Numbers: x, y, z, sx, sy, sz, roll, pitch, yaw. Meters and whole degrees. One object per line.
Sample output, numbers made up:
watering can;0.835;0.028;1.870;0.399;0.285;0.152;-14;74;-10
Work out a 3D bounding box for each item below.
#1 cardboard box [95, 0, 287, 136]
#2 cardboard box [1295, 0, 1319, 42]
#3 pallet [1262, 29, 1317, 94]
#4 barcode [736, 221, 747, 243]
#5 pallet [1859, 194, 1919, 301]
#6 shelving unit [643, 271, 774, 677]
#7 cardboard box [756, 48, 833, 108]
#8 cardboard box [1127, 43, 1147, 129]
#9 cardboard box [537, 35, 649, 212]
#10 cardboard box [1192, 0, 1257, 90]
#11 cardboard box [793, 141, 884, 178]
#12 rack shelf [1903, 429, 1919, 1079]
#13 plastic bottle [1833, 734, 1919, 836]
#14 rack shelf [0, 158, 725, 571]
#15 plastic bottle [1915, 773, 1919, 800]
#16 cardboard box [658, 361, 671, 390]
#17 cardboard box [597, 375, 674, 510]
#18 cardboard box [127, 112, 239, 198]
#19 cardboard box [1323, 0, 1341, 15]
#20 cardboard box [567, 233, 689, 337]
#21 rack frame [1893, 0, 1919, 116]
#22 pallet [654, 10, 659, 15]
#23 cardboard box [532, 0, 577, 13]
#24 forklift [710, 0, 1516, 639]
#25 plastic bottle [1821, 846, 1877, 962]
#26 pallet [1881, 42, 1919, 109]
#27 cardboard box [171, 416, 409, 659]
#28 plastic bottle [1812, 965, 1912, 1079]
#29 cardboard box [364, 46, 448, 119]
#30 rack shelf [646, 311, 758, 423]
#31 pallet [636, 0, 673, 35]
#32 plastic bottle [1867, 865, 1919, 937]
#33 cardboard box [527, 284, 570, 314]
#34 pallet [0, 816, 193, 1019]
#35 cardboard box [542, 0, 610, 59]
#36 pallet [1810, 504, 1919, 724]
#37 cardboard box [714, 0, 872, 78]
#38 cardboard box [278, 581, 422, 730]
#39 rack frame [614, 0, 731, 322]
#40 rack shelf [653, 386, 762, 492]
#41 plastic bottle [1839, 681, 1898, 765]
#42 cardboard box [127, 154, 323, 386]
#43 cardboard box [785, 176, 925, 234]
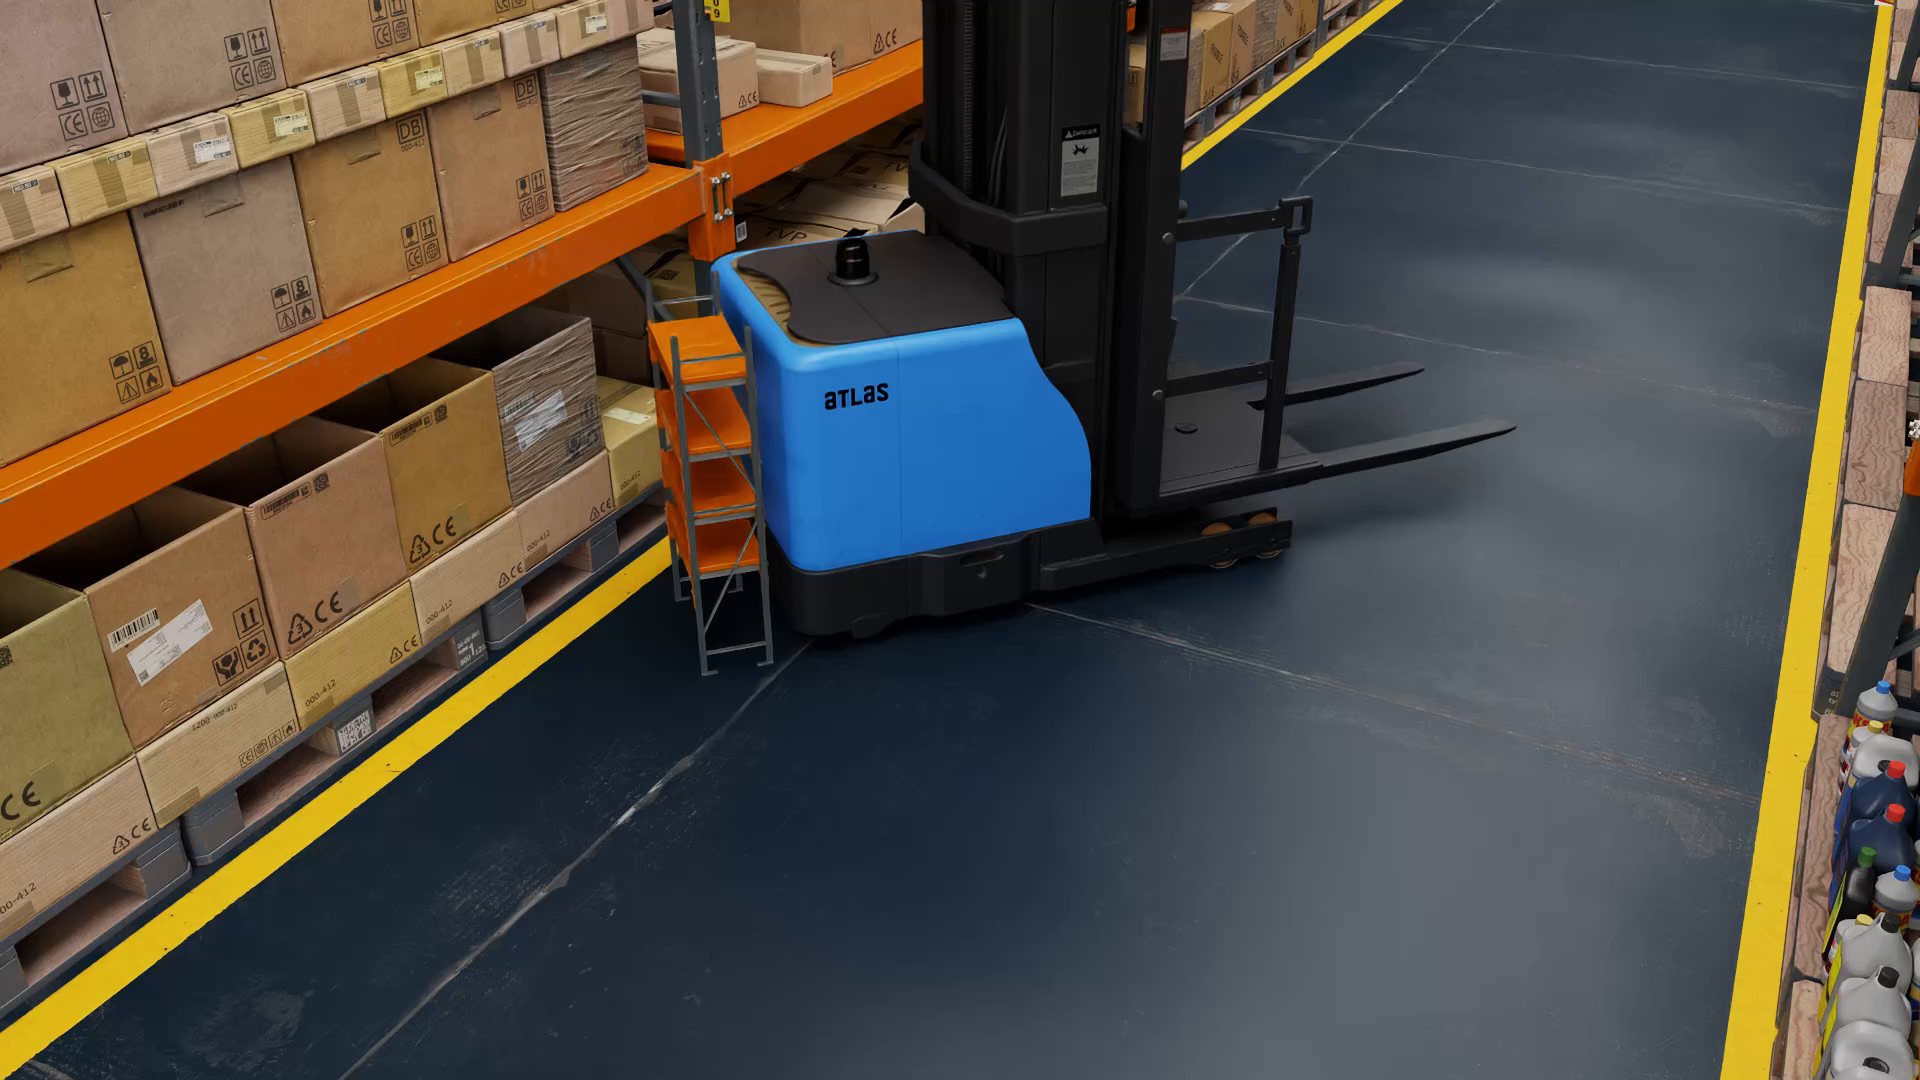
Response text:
cardboard box;-2.212;-1.386;4.249;0.700;0.500;0.500;14;33;23
cardboard box;2.345;-4.016;12.299;0.500;0.500;0.500;14;33;23
pallet;1.978;-3.614;12.332;1.003;0.211;1.213;14;33;23
barcode;-0.843;-1.188;6.411;0.001;0.075;0.075;14;33;23
pallet;5.223;-1.444;8.552;1.003;0.211;1.213;14;33;23
shelving unit;-0.813;-0.209;5.408;0.258;1.200;0.503;-9;31;-16
cardboard box;-0.744;-1.884;6.770;0.380;0.149;0.250;14;33;23
cardboard box;0.954;-2.663;9.944;0.500;0.500;0.500;16;33;25
cardboard box;-1.526;-1.491;5.734;0.700;0.500;0.500;13;32;22
cardboard box;1.654;-3.350;11.140;0.500;0.500;0.500;13;32;22
cardboard box;-0.707;-1.798;8.146;0.500;0.311;0.500;14;33;23
rack shelf;2.167;0.678;2.780;1.077;0.370;4.000;14;33;23
plastic bottle;2.420;0.661;4.380;0.152;0.276;0.135;16;33;25
rack shelf;-2.241;-0.447;4.739;1.077;0.370;4.000;14;33;23
plastic bottle;2.515;0.682;4.337;0.061;0.283;0.133;14;33;23
cardboard box;-0.925;-0.758;6.898;0.500;0.250;0.500;13;33;22
cardboard box;-1.346;-0.381;6.240;0.500;0.250;0.500;14;33;23
cardboard box;-2.080;-1.004;4.234;0.380;0.149;0.250;15;33;24
cardboard box;2.699;-4.354;13.079;0.500;0.311;0.500;14;33;23
cardboard box;-1.400;-1.124;6.971;0.500;0.311;0.500;14;33;23
rack frame;6.723;-4.067;10.320;1.000;3.000;0.127;14;33;23
pallet;-2.381;-4.746;14.303;1.003;0.211;1.213;14;33;23
cardboard box;-1.526;-2.054;5.411;0.700;0.500;0.500;14;33;24
forklift;0.678;-1.398;5.740;3.031;2.935;1.130;-11;32;-19
plastic bottle;2.143;0.878;3.996;0.061;0.283;0.133;16;33;25
pallet;7.023;-3.193;11.598;1.003;0.211;1.213;14;33;23
cardboard box;-2.024;-0.039;4.893;0.500;0.500;0.500;14;33;23
plastic bottle;1.977;1.056;3.618;0.144;0.351;0.185;16;33;25
cardboard box;-1.728;-1.351;4.838;0.380;0.149;0.250;14;33;23
rack shelf;-0.813;-0.549;5.213;0.258;0.148;0.480;-9;31;-16
pallet;-2.936;-4.203;13.358;1.003;0.211;1.213;14;33;23
plastic bottle;2.222;0.893;3.981;0.097;0.271;0.097;0;30;0
cardboard box;-1.819;-0.826;6.263;0.500;0.500;0.500;14;33;23
pallet;-2.841;0.988;4.318;1.003;0.211;1.213;14;33;23
cardboard box;-1.377;-1.692;5.433;0.380;0.149;0.250;14;33;22
pallet;3.402;0.332;5.461;1.003;0.211;1.213;14;33;23
cardboard box;-0.725;-2.260;7.072;0.500;0.500;0.500;17;34;27
cardboard box;-2.025;0.286;5.080;0.500;0.250;0.500;14;33;23
rack frame;-1.330;-1.646;6.104;1.000;3.000;0.127;14;33;23
rack shelf;-0.813;-0.344;5.330;0.258;0.148;0.480;-9;31;-16
plastic bottle;2.543;0.513;4.642;0.097;0.271;0.097;0;30;0
cardboard box;-2.225;-0.807;4.543;0.700;0.500;0.500;15;33;25
cardboard box;-0.452;-1.456;7.550;0.500;0.311;0.500;13;32;22
